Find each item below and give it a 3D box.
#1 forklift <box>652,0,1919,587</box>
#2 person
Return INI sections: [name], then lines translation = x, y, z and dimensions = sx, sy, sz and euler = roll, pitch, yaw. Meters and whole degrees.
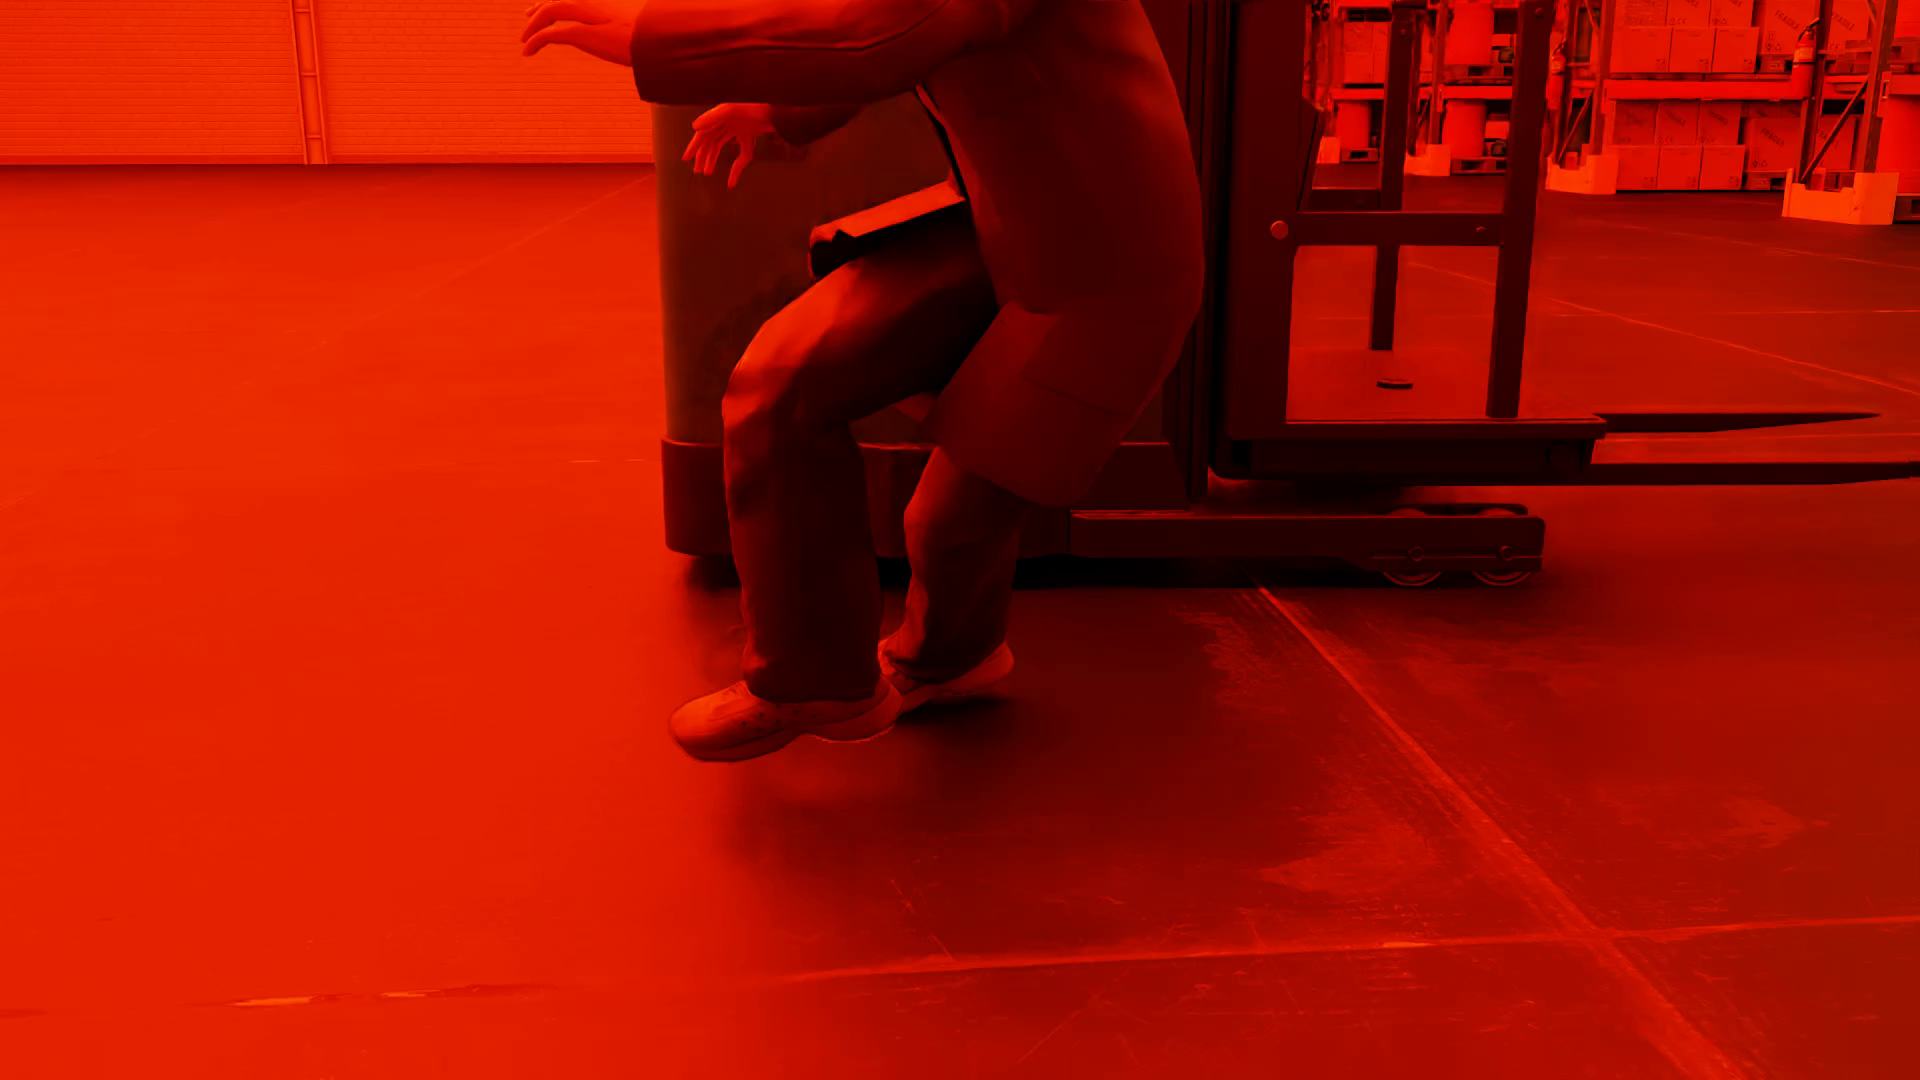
[forklift]
translation = 0.869, -1.452, 3.695
dimensions = 3.031, 2.935, 1.130
euler = 0, 15, -1
[person]
translation = -0.155, -0.351, 2.228
dimensions = 0.932, 1.539, 1.043
euler = -9, 17, -31
